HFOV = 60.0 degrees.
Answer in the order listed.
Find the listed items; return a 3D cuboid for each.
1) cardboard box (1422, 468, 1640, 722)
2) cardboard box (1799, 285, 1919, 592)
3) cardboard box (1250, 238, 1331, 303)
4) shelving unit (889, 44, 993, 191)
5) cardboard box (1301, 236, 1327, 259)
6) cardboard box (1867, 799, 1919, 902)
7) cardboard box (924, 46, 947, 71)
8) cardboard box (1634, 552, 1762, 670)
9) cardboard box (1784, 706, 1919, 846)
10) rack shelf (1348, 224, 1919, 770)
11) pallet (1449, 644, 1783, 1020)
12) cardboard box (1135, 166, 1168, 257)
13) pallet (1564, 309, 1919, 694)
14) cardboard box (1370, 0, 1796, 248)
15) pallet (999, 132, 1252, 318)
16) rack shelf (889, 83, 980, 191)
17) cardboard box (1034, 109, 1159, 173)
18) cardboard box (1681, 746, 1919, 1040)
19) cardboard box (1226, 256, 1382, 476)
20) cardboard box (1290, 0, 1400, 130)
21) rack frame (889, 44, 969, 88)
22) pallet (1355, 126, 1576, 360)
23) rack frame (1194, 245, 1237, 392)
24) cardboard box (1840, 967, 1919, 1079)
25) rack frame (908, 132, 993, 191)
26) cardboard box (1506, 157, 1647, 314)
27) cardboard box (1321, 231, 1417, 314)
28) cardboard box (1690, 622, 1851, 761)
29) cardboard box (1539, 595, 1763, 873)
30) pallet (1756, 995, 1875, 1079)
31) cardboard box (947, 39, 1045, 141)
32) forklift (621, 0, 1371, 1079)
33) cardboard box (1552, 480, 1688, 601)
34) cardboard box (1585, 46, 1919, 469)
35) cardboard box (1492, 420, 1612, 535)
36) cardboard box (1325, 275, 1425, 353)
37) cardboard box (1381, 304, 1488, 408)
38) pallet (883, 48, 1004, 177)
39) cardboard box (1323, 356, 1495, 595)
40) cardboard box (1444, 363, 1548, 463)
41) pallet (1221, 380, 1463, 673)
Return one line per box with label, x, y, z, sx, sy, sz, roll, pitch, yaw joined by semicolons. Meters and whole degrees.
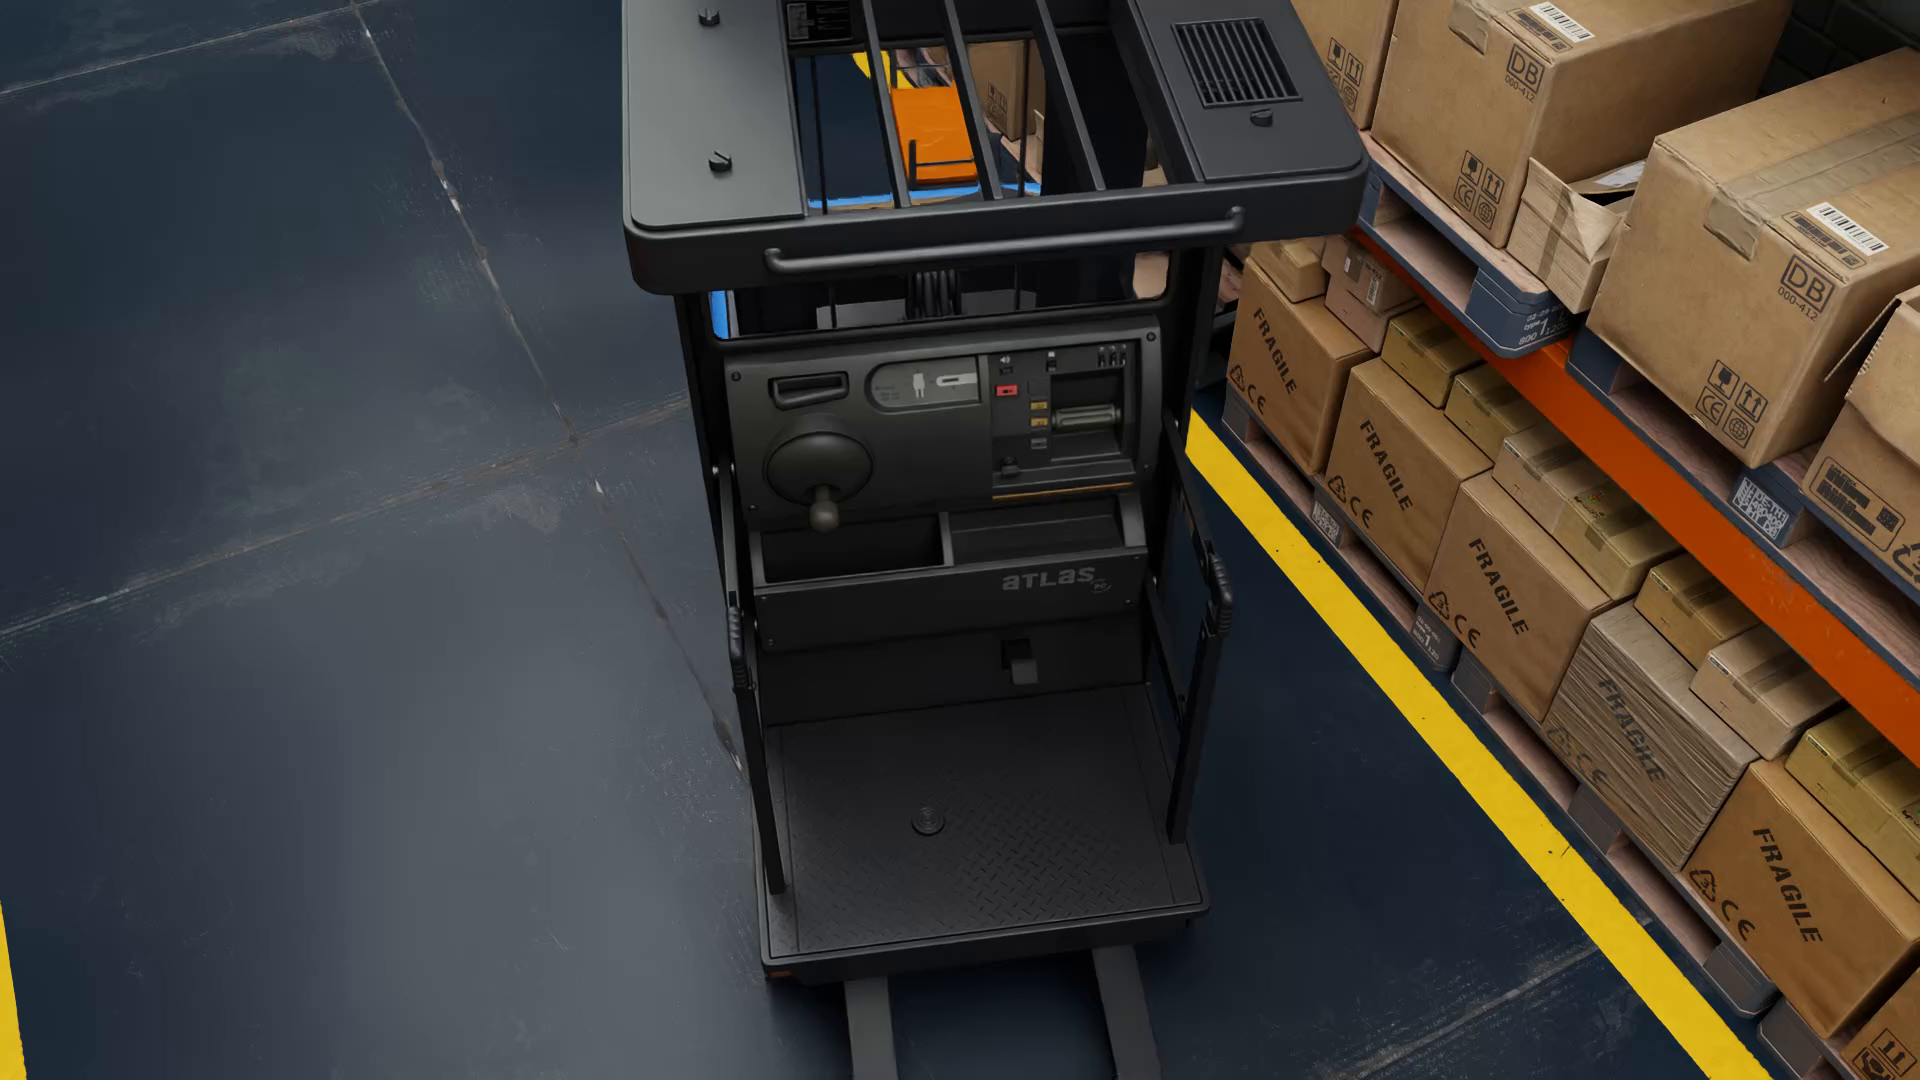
cardboard box;1.674;0.083;4.566;0.500;0.500;0.500;-23;53;-19
cardboard box;2.095;-0.215;3.098;0.797;0.503;0.637;-22;52;-18
cardboard box;1.103;-0.888;4.985;0.380;0.149;0.250;-19;51;-16
shelving unit;-0.059;-0.913;5.251;0.258;1.200;0.503;-6;49;-5
cardboard box;1.157;-1.007;4.891;0.380;0.149;0.250;-22;52;-18
cardboard box;2.241;0.658;3.633;0.380;0.149;0.250;-20;52;-16
cardboard box;0.050;-2.268;6.623;0.500;0.500;0.500;-20;52;-17
cardboard box;1.906;0.134;4.090;0.380;0.149;0.250;-21;52;-17
cardboard box;2.126;0.491;3.778;0.380;0.149;0.250;-22;52;-18
rack shelf;2.091;-0.116;3.837;1.077;0.370;4.000;-21;52;-18
pallet;2.144;0.576;4.606;1.003;0.211;1.213;-21;52;-18
cardboard box;0.660;-1.163;5.889;0.380;0.149;0.250;-23;53;-19
pallet;2.112;-0.251;3.604;1.003;0.211;1.213;-21;52;-18
cardboard box;1.435;-1.115;3.887;0.700;0.500;0.500;-21;52;-17
pallet;0.862;-1.233;6.189;1.003;0.211;1.213;-21;52;-18
rack shelf;-0.059;-1.172;4.956;0.258;0.148;0.480;-6;49;-5
cardboard box;0.496;-1.440;6.054;0.396;0.266;0.258;-19;52;-16
cardboard box;2.160;0.774;3.962;0.500;0.500;0.500;-19;52;-16
cardboard box;1.197;-0.605;5.168;0.500;0.500;0.500;-19;52;-16
cardboard box;1.198;-1.462;4.190;0.700;0.500;0.500;-20;52;-17
rack frame;-0.092;-1.095;5.411;0.240;1.200;0.015;-6;49;-5
pallet;1.444;-1.056;4.308;1.003;0.211;1.213;-21;52;-18
rack frame;1.176;-1.691;4.737;1.000;3.000;0.127;-21;52;-18
cardboard box;2.402;1.123;3.657;0.500;0.500;0.500;-22;52;-18
rack frame;-0.026;-0.731;5.092;0.240;1.200;0.015;-6;49;-5
cardboard box;1.470;-0.723;3.700;0.396;0.266;0.258;-19;51;-16
cardboard box;1.265;-0.829;4.735;0.380;0.149;0.250;-24;53;-19
cardboard box;1.973;0.316;3.931;0.380;0.149;0.250;-23;53;-19
cardboard box;1.906;0.432;4.261;0.500;0.500;0.500;-23;53;-19
pallet;2.698;1.391;3.893;1.003;0.211;1.213;-21;52;-18
cardboard box;0.372;-1.962;6.354;0.700;0.500;0.500;-23;53;-19
forklift;0.005;-0.141;3.426;1.130;2.935;3.031;-6;49;-5
cardboard box;1.756;-0.036;4.240;0.380;0.149;0.250;-19;52;-16
cardboard box;1.794;-0.590;3.428;0.700;0.500;0.500;-21;52;-18
cardboard box;1.645;-0.203;4.386;0.380;0.149;0.250;-21;52;-18
cardboard box;1.299;-0.730;4.846;0.380;0.149;0.250;-22;53;-19
cardboard box;1.426;-0.562;4.699;0.380;0.149;0.250;-24;53;-19
pallet;0.300;-2.051;6.904;1.003;0.211;1.213;-21;52;-18
cardboard box;1.449;-0.252;4.860;0.500;0.500;0.500;-22;52;-18
cardboard box;1.564;-0.383;4.543;0.380;0.149;0.250;-22;52;-18
pallet;1.581;-0.242;5.321;1.003;0.211;1.213;-21;52;-18
